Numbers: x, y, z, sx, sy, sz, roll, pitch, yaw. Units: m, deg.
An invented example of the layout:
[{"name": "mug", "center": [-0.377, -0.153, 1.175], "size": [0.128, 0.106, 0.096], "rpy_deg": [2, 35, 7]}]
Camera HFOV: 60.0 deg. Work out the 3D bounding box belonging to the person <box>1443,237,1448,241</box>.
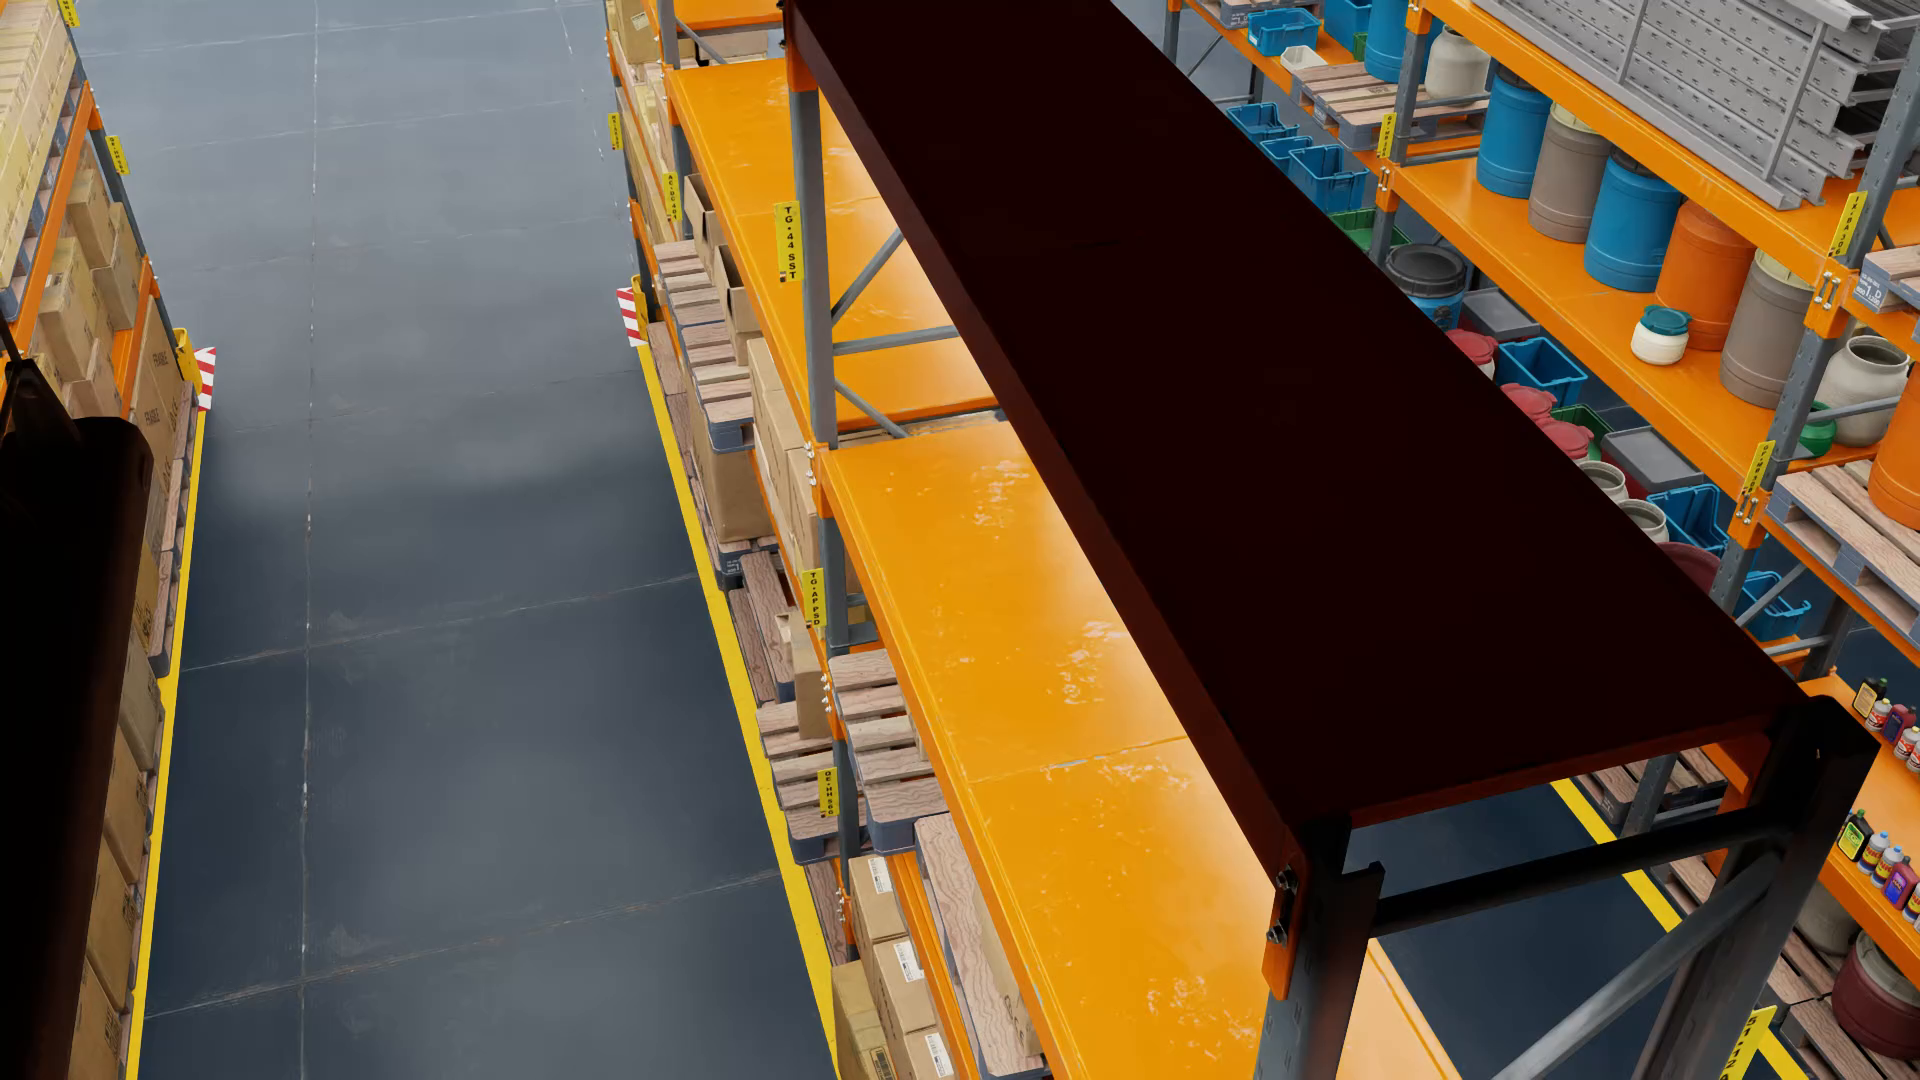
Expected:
[{"name": "person", "center": [5.131, -3.516, 15.907], "size": [0.797, 1.749, 0.564], "rpy_deg": [15, 41, 18]}]
